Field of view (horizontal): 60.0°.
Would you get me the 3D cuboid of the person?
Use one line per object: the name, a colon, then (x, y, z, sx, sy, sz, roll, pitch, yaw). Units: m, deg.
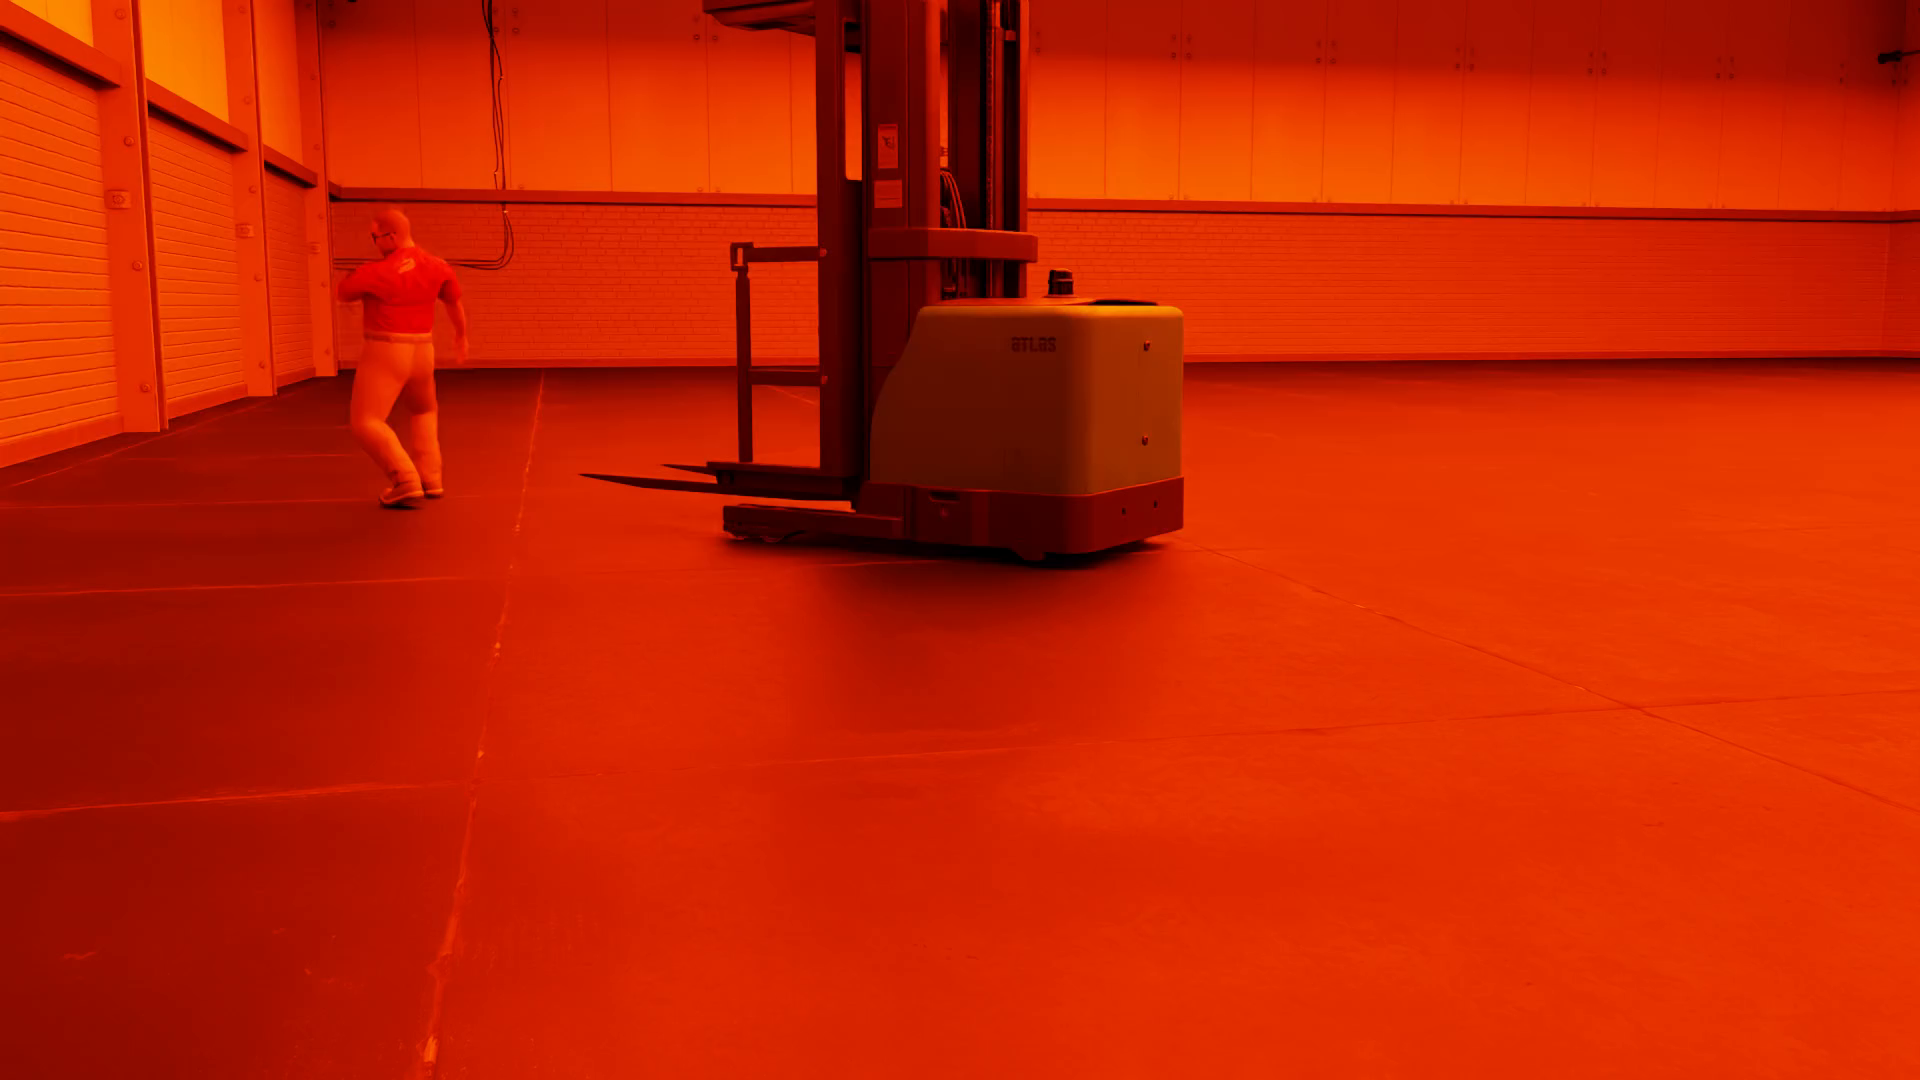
person: (-3.094, -1.028, 9.277, 0.874, 1.575, 0.844, 5, 9, 30)

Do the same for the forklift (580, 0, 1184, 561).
forklift: (-0.498, -1.493, 7.801, 3.031, 2.935, 1.130, 5, 9, 33)
